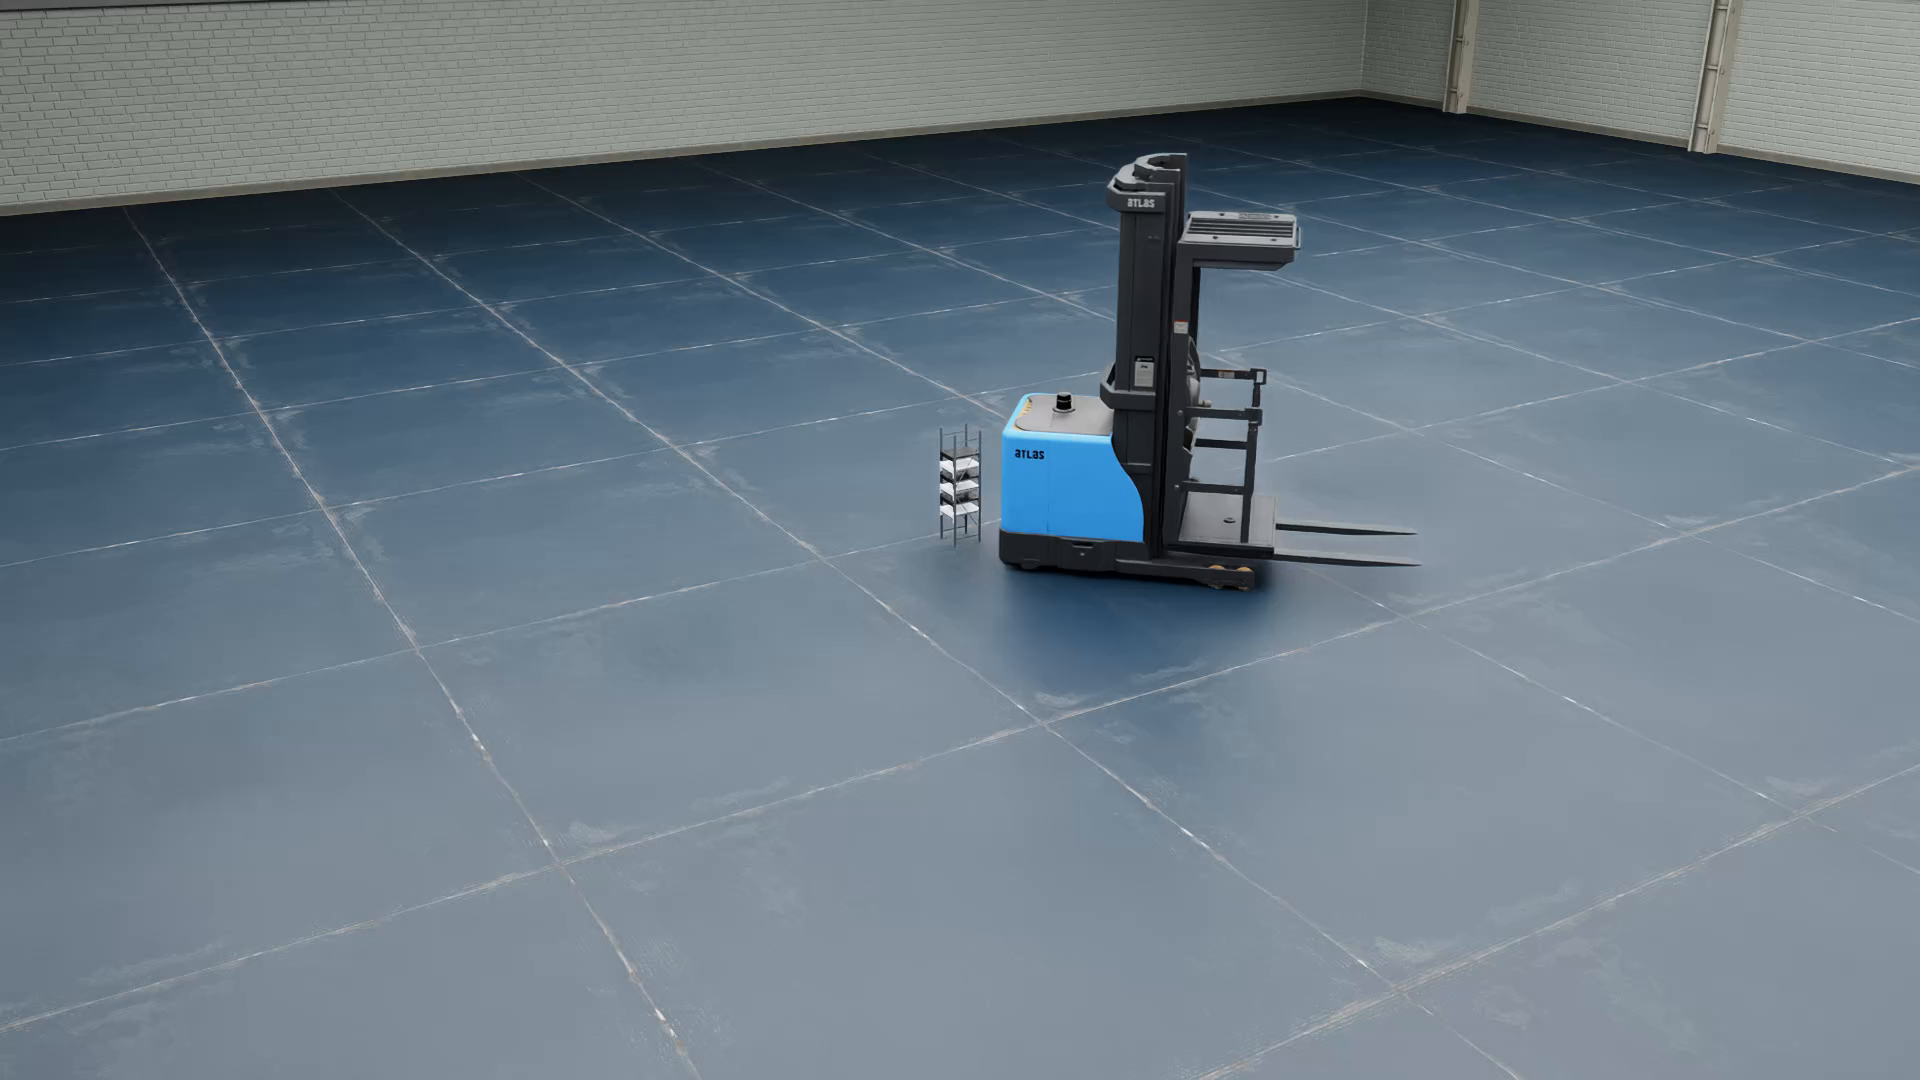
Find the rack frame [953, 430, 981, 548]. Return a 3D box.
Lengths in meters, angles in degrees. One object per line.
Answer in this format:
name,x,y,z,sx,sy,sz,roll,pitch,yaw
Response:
rack frame,0.056,-0.381,12.555,0.240,0.900,0.006,-13,25,-28

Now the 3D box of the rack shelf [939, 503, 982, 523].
rack shelf,0.004,-0.217,12.716,0.258,0.077,0.200,-13,25,-28

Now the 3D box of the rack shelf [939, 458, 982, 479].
rack shelf,0.004,-0.550,12.580,0.258,0.077,0.200,-13,25,-28

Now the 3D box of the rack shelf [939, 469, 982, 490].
rack shelf,0.004,-0.467,12.614,0.258,0.077,0.200,-13,25,-28

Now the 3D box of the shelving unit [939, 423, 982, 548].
shelving unit,0.004,-0.414,12.636,0.258,0.900,0.210,-13,25,-28

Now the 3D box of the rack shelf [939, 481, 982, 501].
rack shelf,0.004,-0.383,12.648,0.258,0.077,0.200,-13,25,-28

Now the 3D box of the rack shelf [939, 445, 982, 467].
rack shelf,0.004,-0.633,12.546,0.258,0.077,0.200,-13,25,-28

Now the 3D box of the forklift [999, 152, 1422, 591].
forklift,1.857,-1.212,11.901,3.031,2.935,1.130,4,23,11

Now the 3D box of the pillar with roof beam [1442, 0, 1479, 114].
pillar with roof beam,6.680,-12.320,31.171,9.100,9.000,0.400,-13,25,-28

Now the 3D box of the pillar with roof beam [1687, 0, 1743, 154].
pillar with roof beam,9.745,-10.378,26.393,9.100,9.000,0.400,-13,25,-28

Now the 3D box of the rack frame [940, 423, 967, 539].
rack frame,-0.048,-0.447,12.717,0.240,0.900,0.006,-13,25,-28

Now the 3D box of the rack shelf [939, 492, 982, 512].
rack shelf,0.004,-0.300,12.682,0.258,0.077,0.200,-13,25,-28
